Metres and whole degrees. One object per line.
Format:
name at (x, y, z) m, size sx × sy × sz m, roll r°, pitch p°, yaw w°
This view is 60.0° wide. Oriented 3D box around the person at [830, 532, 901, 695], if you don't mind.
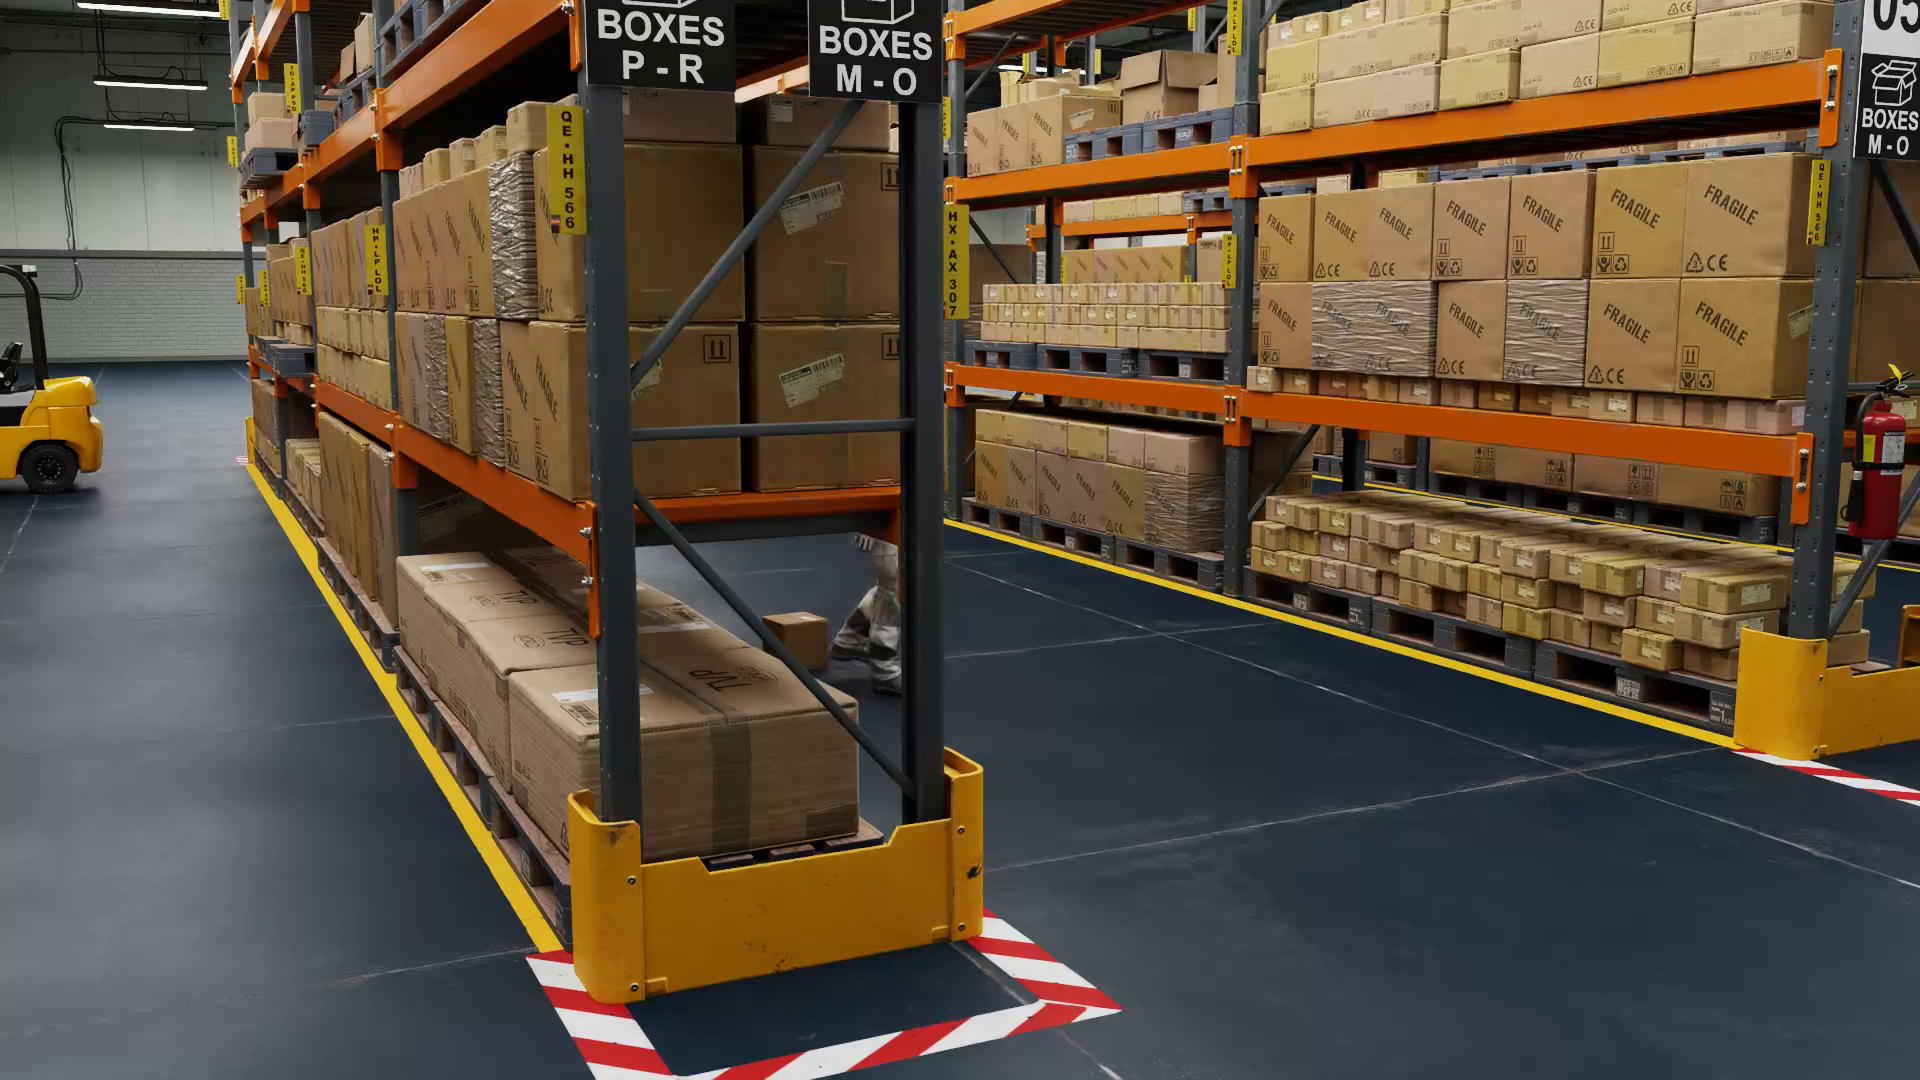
person at (-0.379, -0.159, 7.846) m, size 0.583 × 1.780 × 0.586 m, roll 3°, pitch 9°, yaw 18°
